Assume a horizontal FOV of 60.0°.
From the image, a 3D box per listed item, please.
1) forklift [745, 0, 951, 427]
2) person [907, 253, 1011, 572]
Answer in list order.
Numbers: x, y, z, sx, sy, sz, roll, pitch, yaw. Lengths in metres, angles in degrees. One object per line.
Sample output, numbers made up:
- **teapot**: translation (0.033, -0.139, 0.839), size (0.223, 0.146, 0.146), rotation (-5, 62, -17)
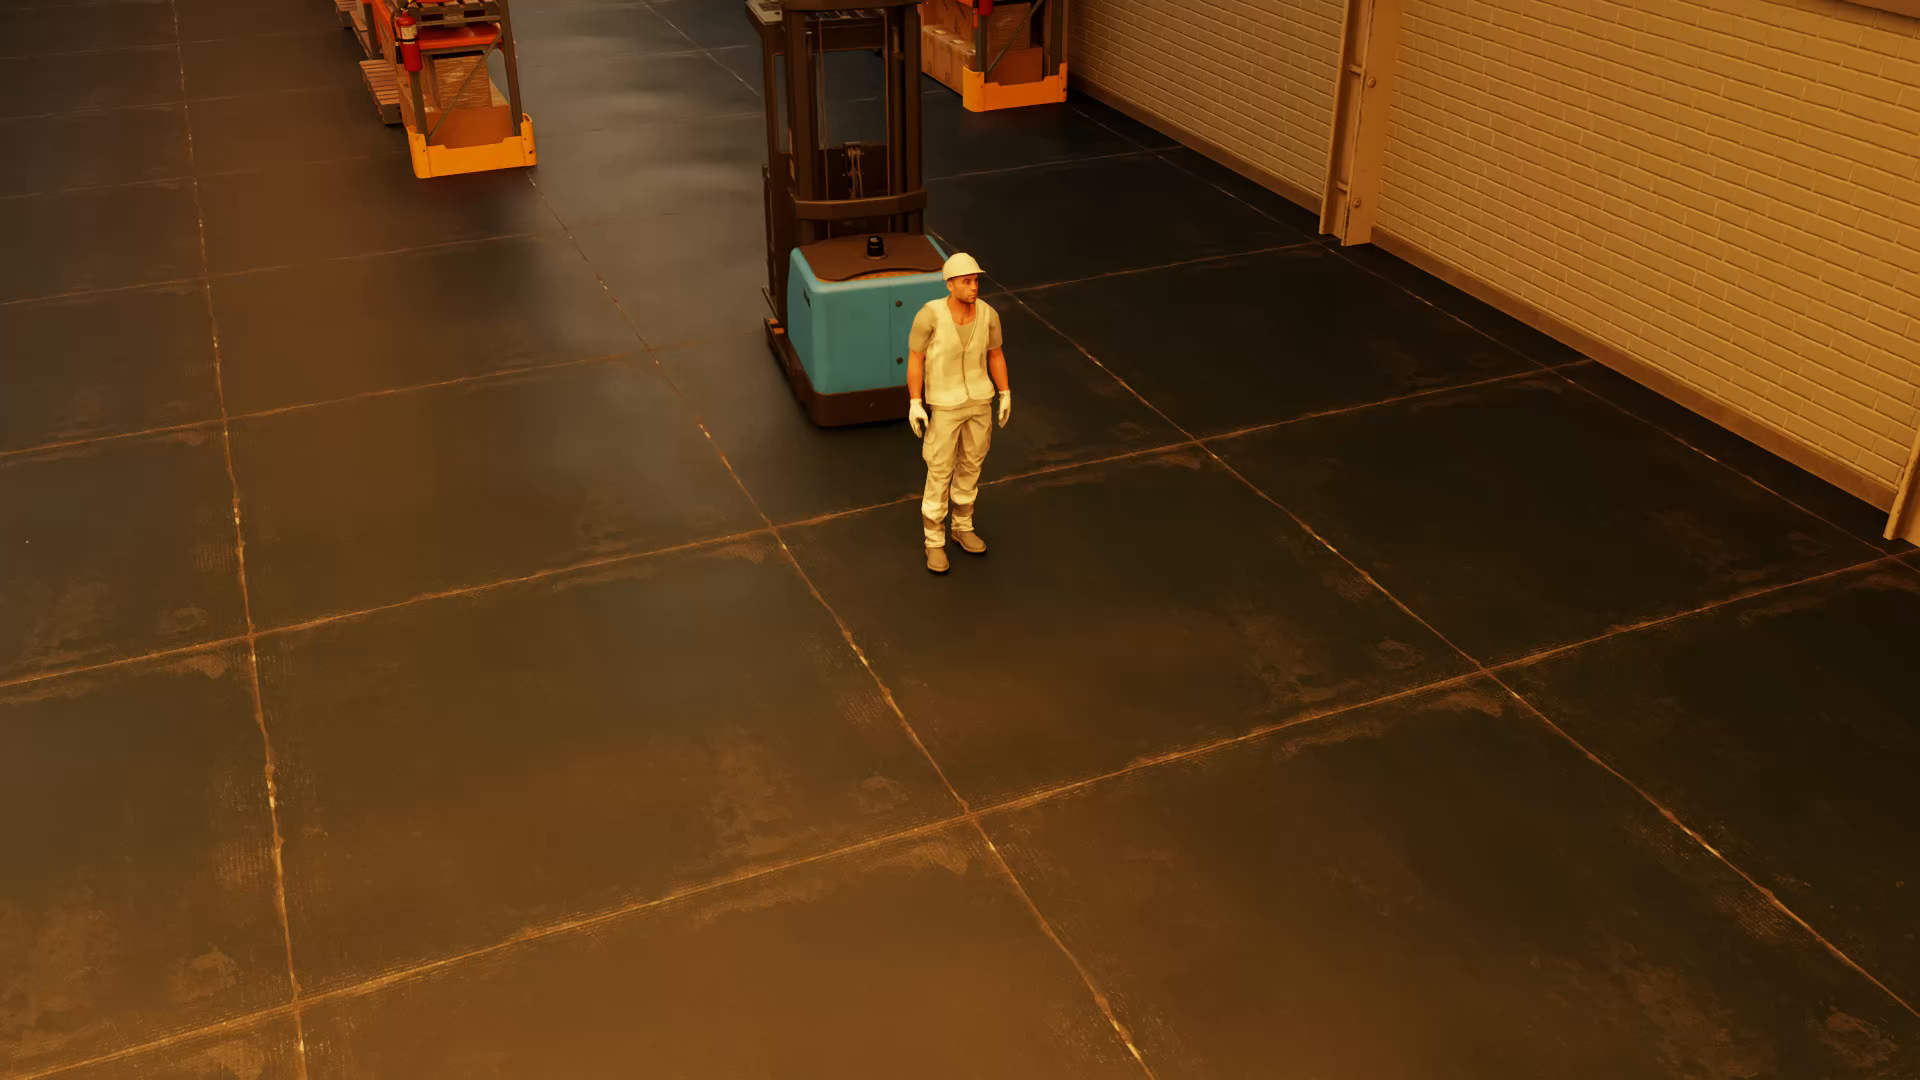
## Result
- **forklift**: translation (-0.870, -2.758, 11.942), size (1.130, 2.935, 3.031), rotation (-8, 31, -14)
- **person**: translation (0.023, -0.744, 9.557), size (0.638, 1.789, 0.562), rotation (-12, 32, -20)
